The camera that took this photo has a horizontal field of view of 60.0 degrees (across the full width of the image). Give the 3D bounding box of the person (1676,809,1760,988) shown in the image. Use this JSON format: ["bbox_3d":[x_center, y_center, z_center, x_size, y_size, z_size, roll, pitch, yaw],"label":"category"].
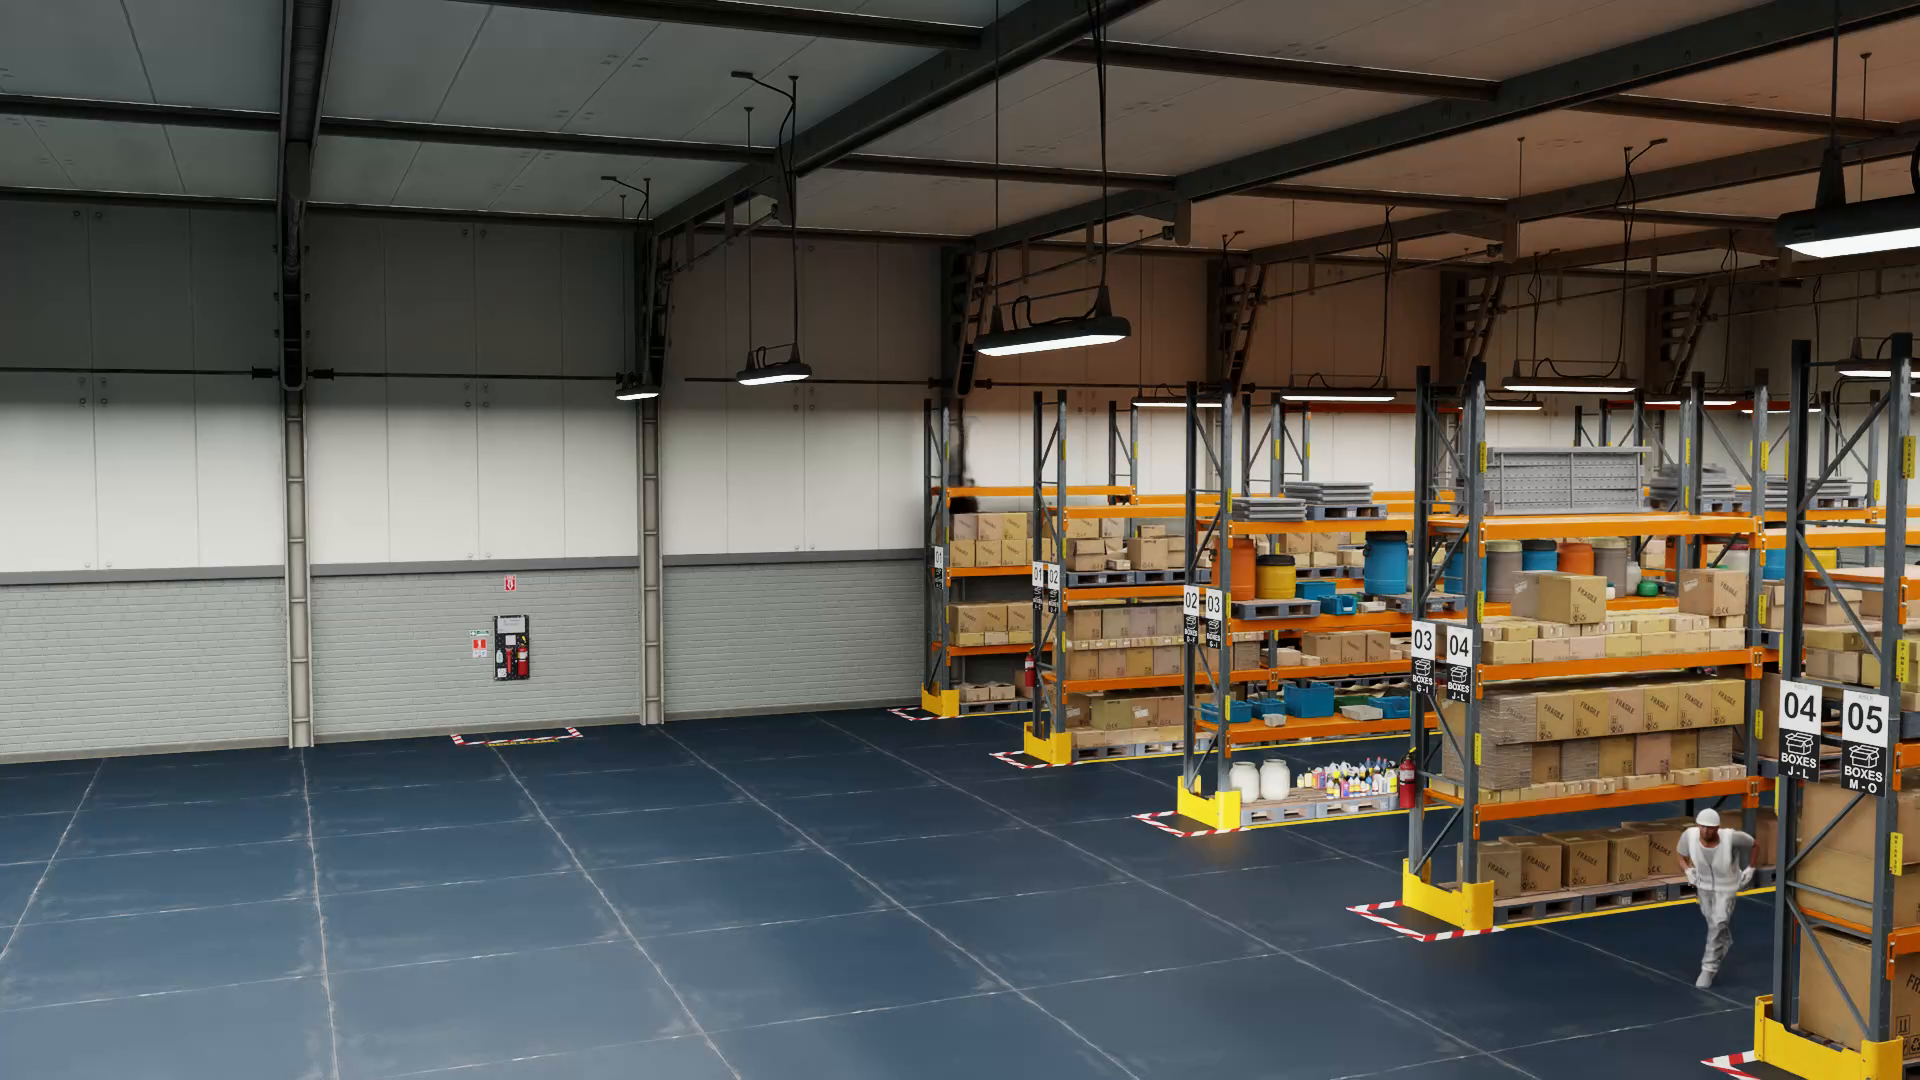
[{"bbox_3d":[7.326,3.392,16.065,0.728,1.730,1.054,3,4,37],"label":"person"}]
